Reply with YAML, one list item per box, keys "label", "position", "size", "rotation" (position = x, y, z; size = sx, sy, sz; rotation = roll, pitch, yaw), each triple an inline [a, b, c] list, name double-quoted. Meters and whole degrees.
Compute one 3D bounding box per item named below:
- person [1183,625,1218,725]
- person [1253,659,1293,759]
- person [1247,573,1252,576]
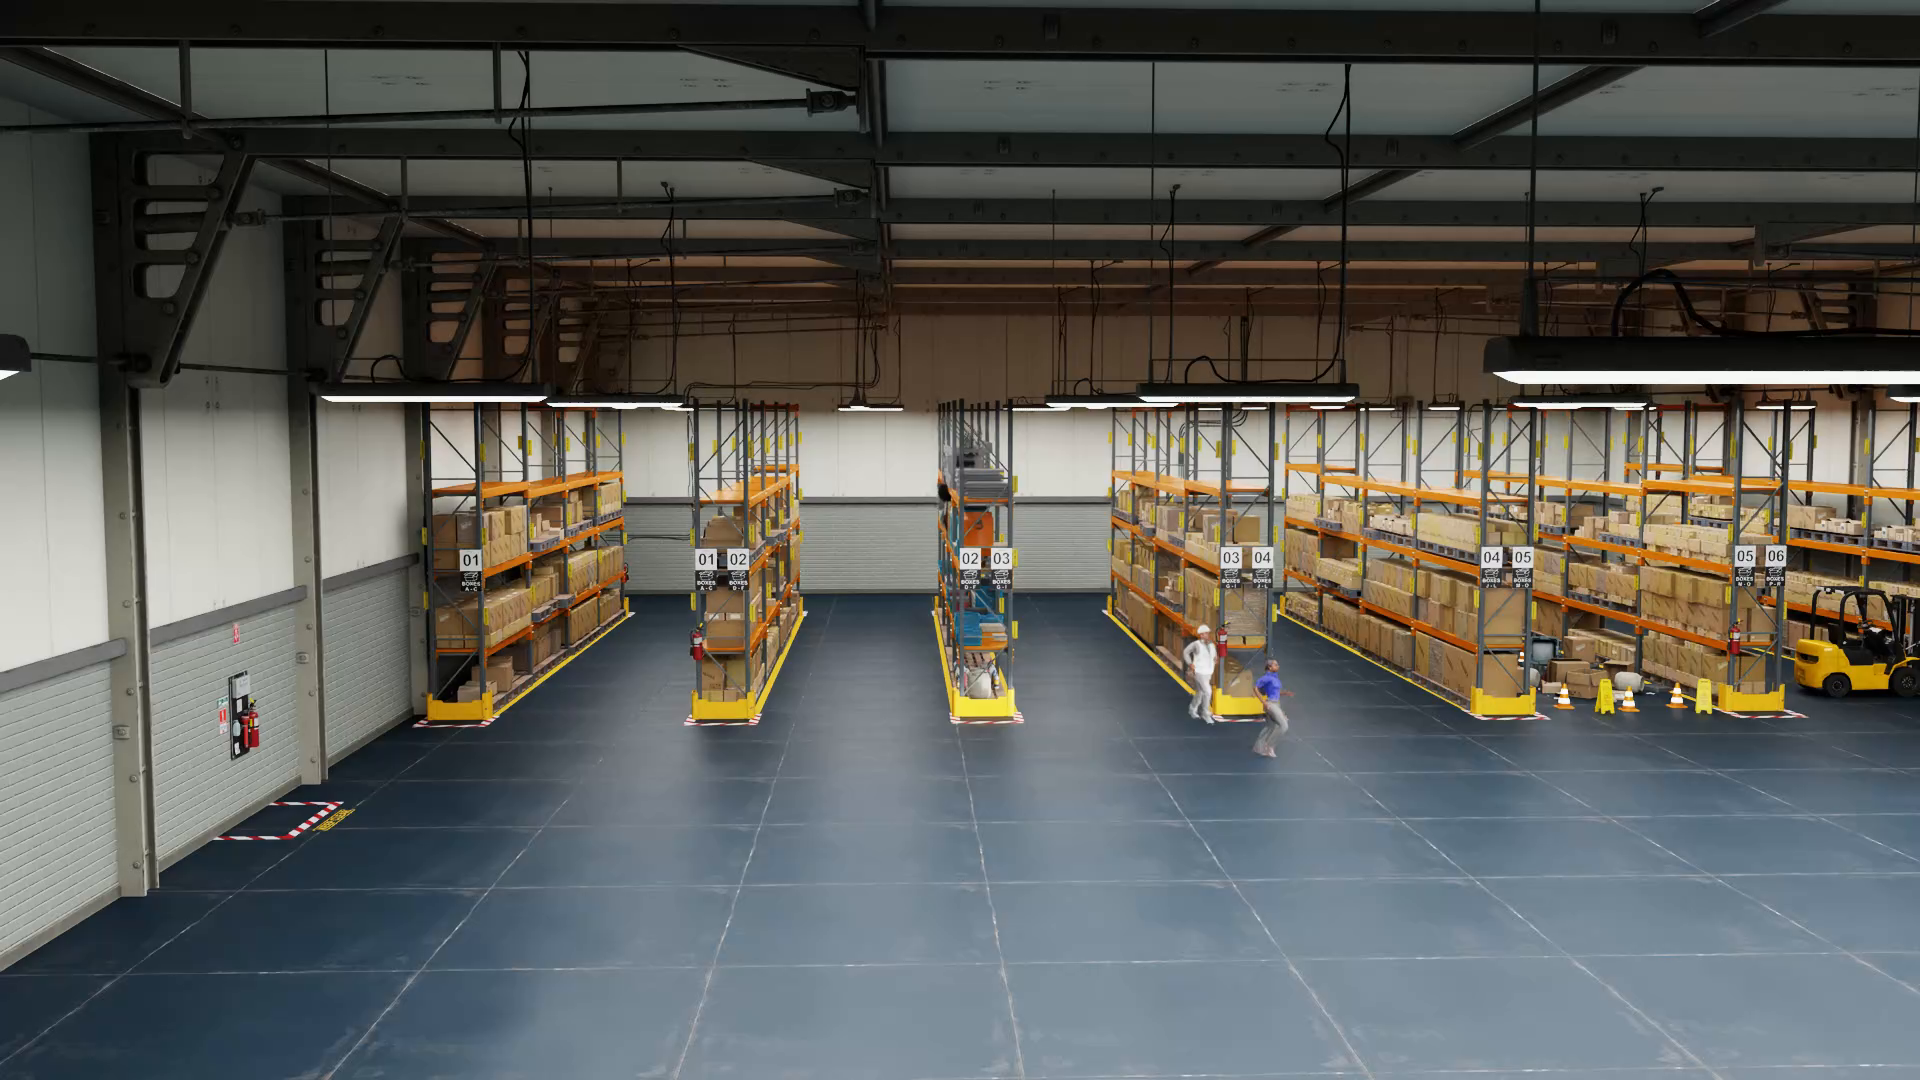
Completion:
- label: "person"
  position: [4.524, 2.478, 30.927]
  size: [0.647, 1.799, 0.749]
  rotation: [-3, 6, -39]
- label: "person"
  position: [5.208, 2.801, 27.660]
  size: [0.676, 1.653, 0.546]
  rotation: [2, 5, 23]
- label: "person"
  position: [8.024, 1.263, 47.761]
  size: [0.703, 1.647, 0.864]
  rotation: [2, 5, 23]
